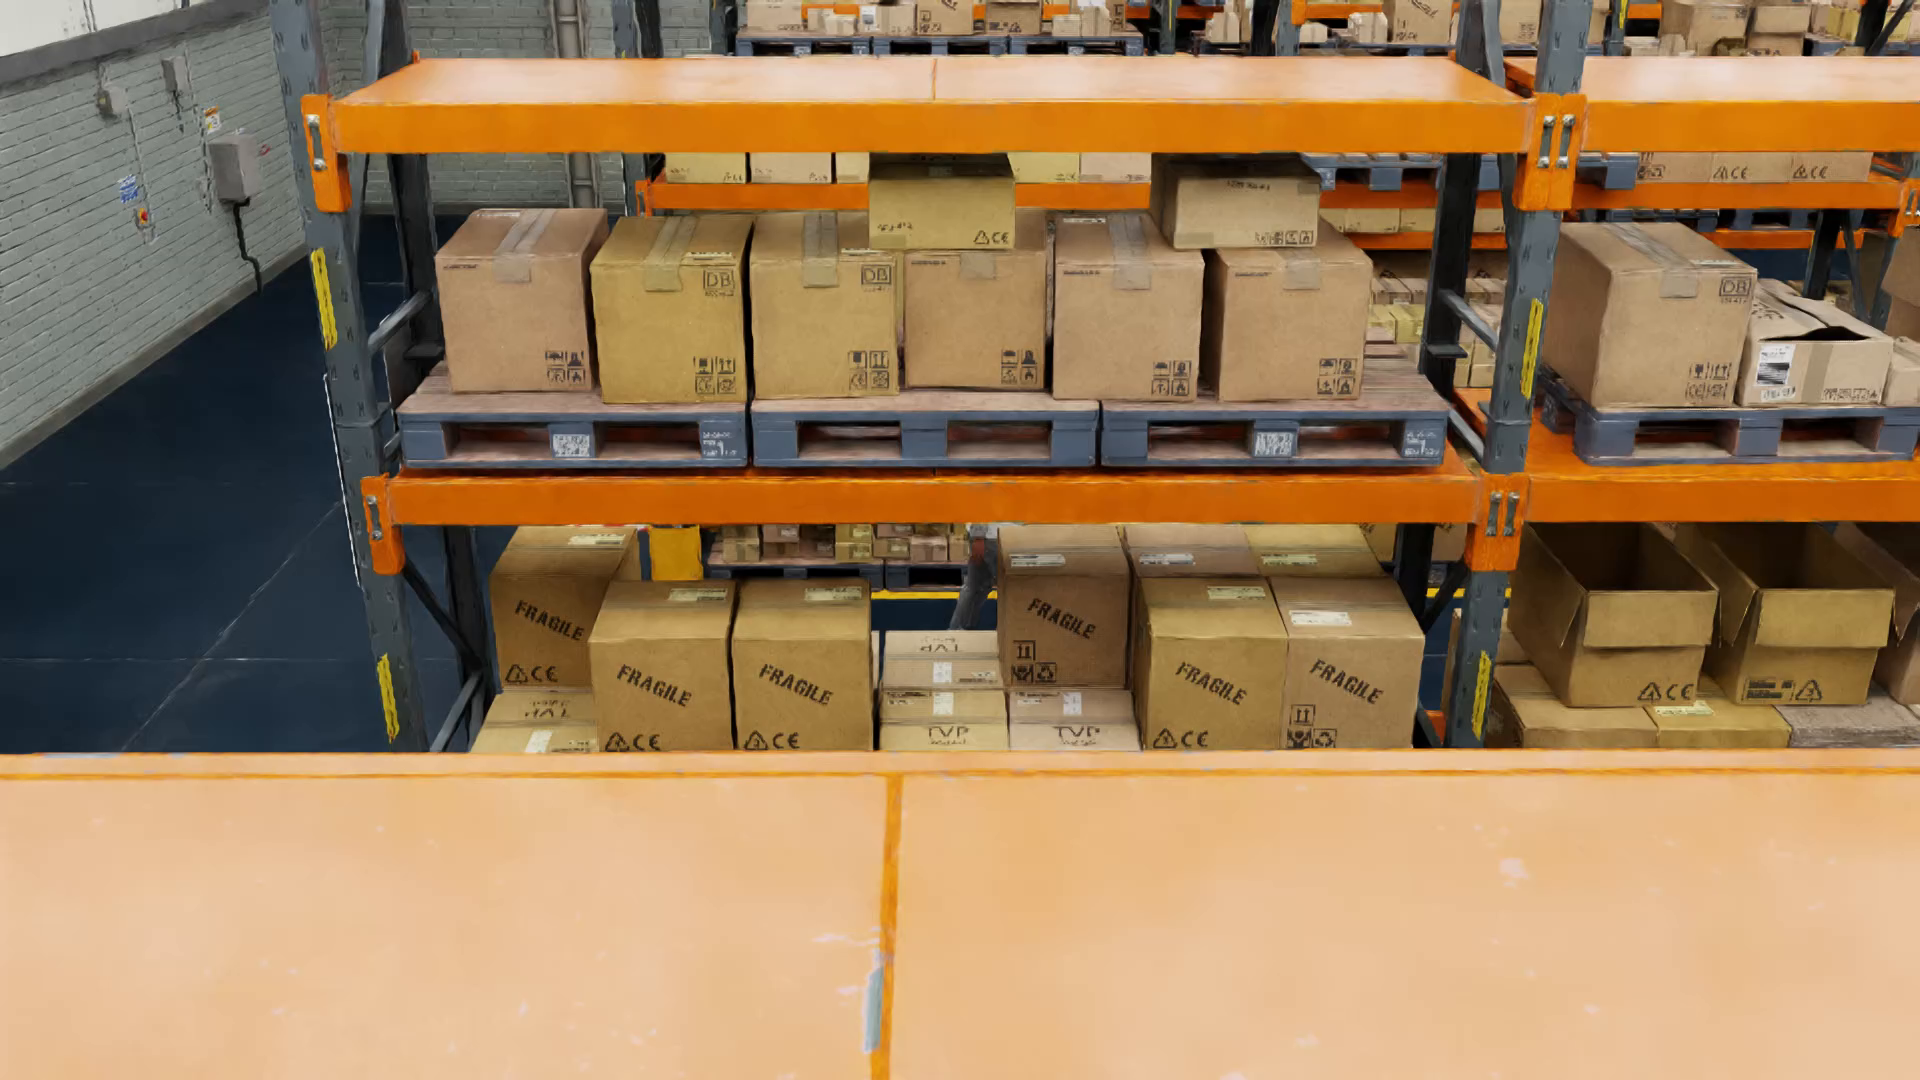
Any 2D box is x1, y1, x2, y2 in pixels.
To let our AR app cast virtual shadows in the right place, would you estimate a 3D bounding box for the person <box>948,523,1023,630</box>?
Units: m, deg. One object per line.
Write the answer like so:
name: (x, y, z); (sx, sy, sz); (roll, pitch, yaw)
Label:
person: (0.280, -0.093, 10.251); (0.727, 1.757, 0.537); (-1, 24, -2)
